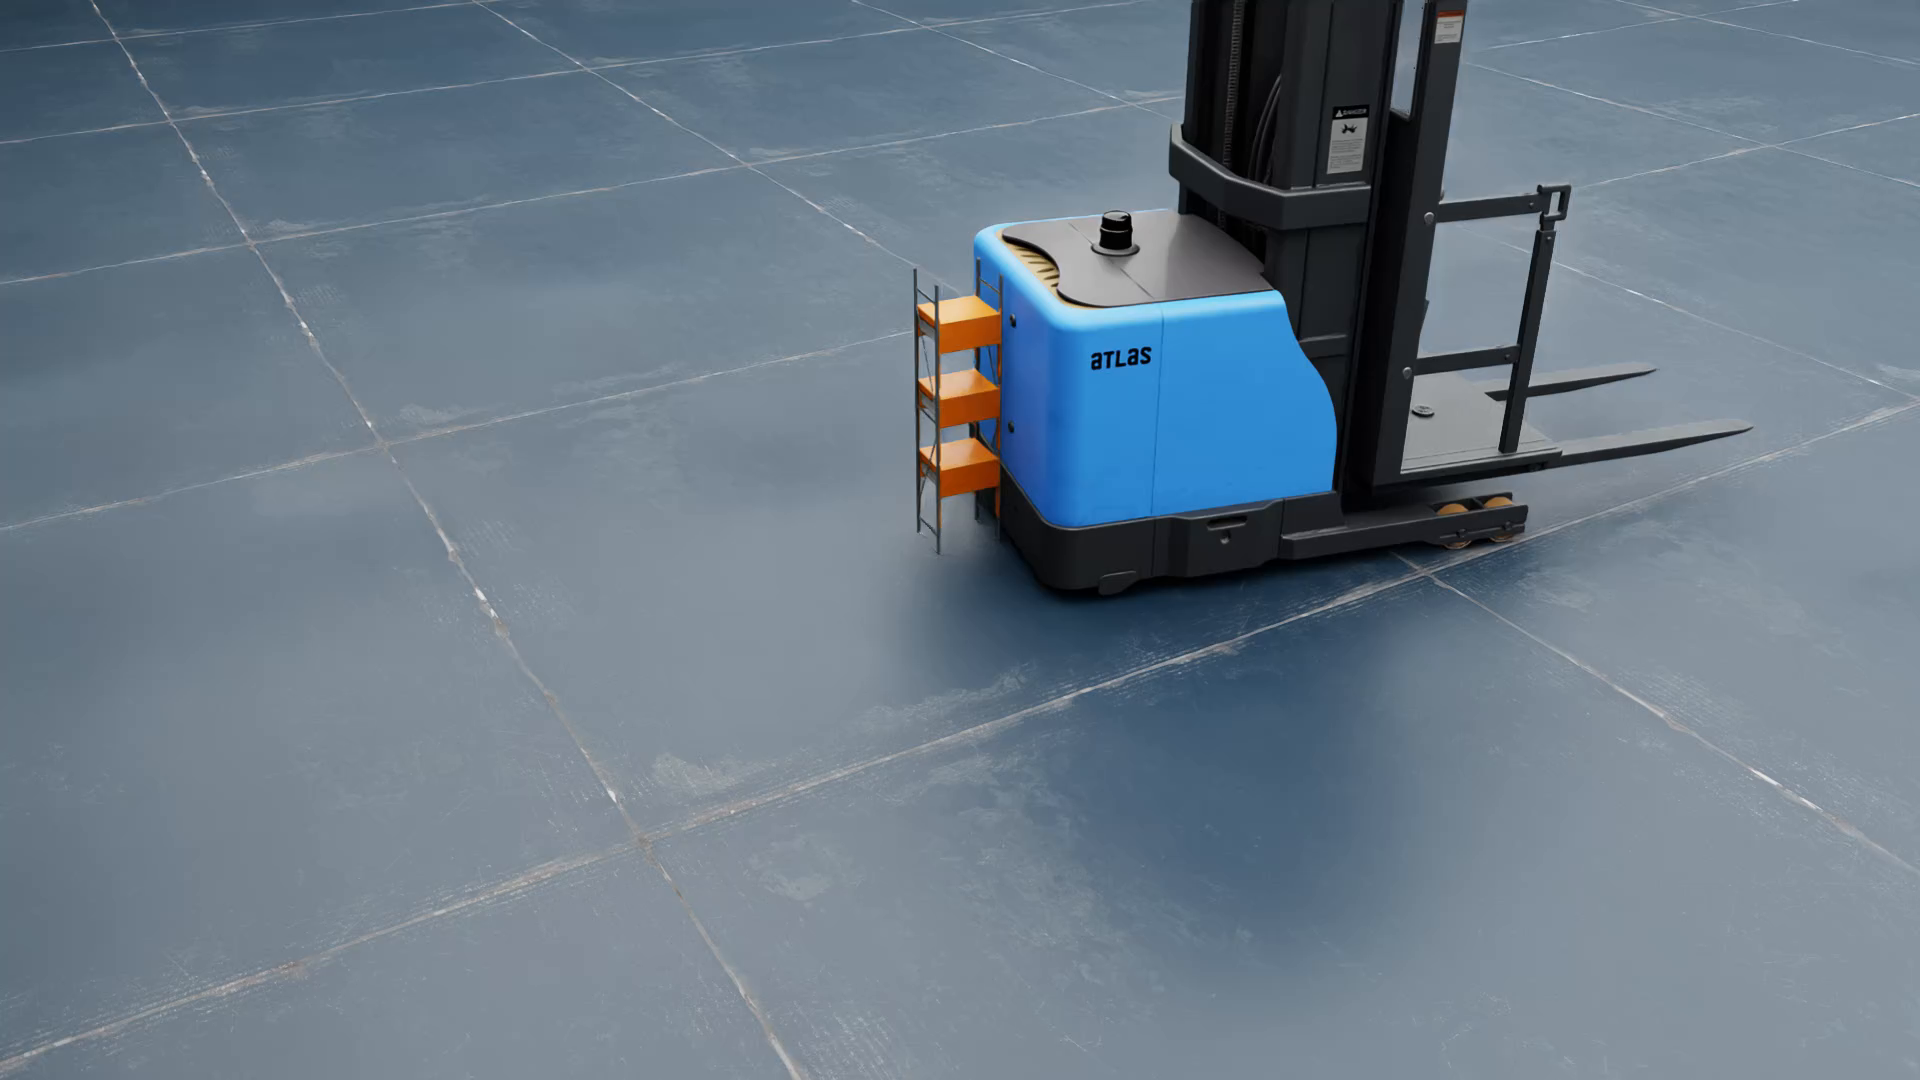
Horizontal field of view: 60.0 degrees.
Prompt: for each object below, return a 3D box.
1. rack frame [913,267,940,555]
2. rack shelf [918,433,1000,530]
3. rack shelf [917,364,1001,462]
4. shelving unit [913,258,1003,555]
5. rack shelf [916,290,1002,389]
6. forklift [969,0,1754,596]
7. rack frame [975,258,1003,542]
[{"bbox_3d":[-0.118,-0.447,5.973,0.008,1.050,0.200,-13,31,-22],"label":"rack frame"},{"bbox_3d":[-0.007,-0.219,6.157,0.240,0.259,0.215,-13,31,-22],"label":"rack shelf"},{"bbox_3d":[-0.007,-0.462,6.023,0.240,0.259,0.215,-13,31,-22],"label":"rack shelf"},{"bbox_3d":[-0.007,-0.472,6.018,0.252,1.050,0.215,-13,31,-22],"label":"shelving unit"},{"bbox_3d":[-0.007,-0.711,5.886,0.240,0.259,0.215,-13,31,-22],"label":"rack shelf"},{"bbox_3d":[1.611,-1.484,5.906,3.031,2.935,1.130,-8,30,-14],"label":"forklift"},{"bbox_3d":[0.104,-0.496,6.063,0.008,1.050,0.200,-13,31,-22],"label":"rack frame"}]
